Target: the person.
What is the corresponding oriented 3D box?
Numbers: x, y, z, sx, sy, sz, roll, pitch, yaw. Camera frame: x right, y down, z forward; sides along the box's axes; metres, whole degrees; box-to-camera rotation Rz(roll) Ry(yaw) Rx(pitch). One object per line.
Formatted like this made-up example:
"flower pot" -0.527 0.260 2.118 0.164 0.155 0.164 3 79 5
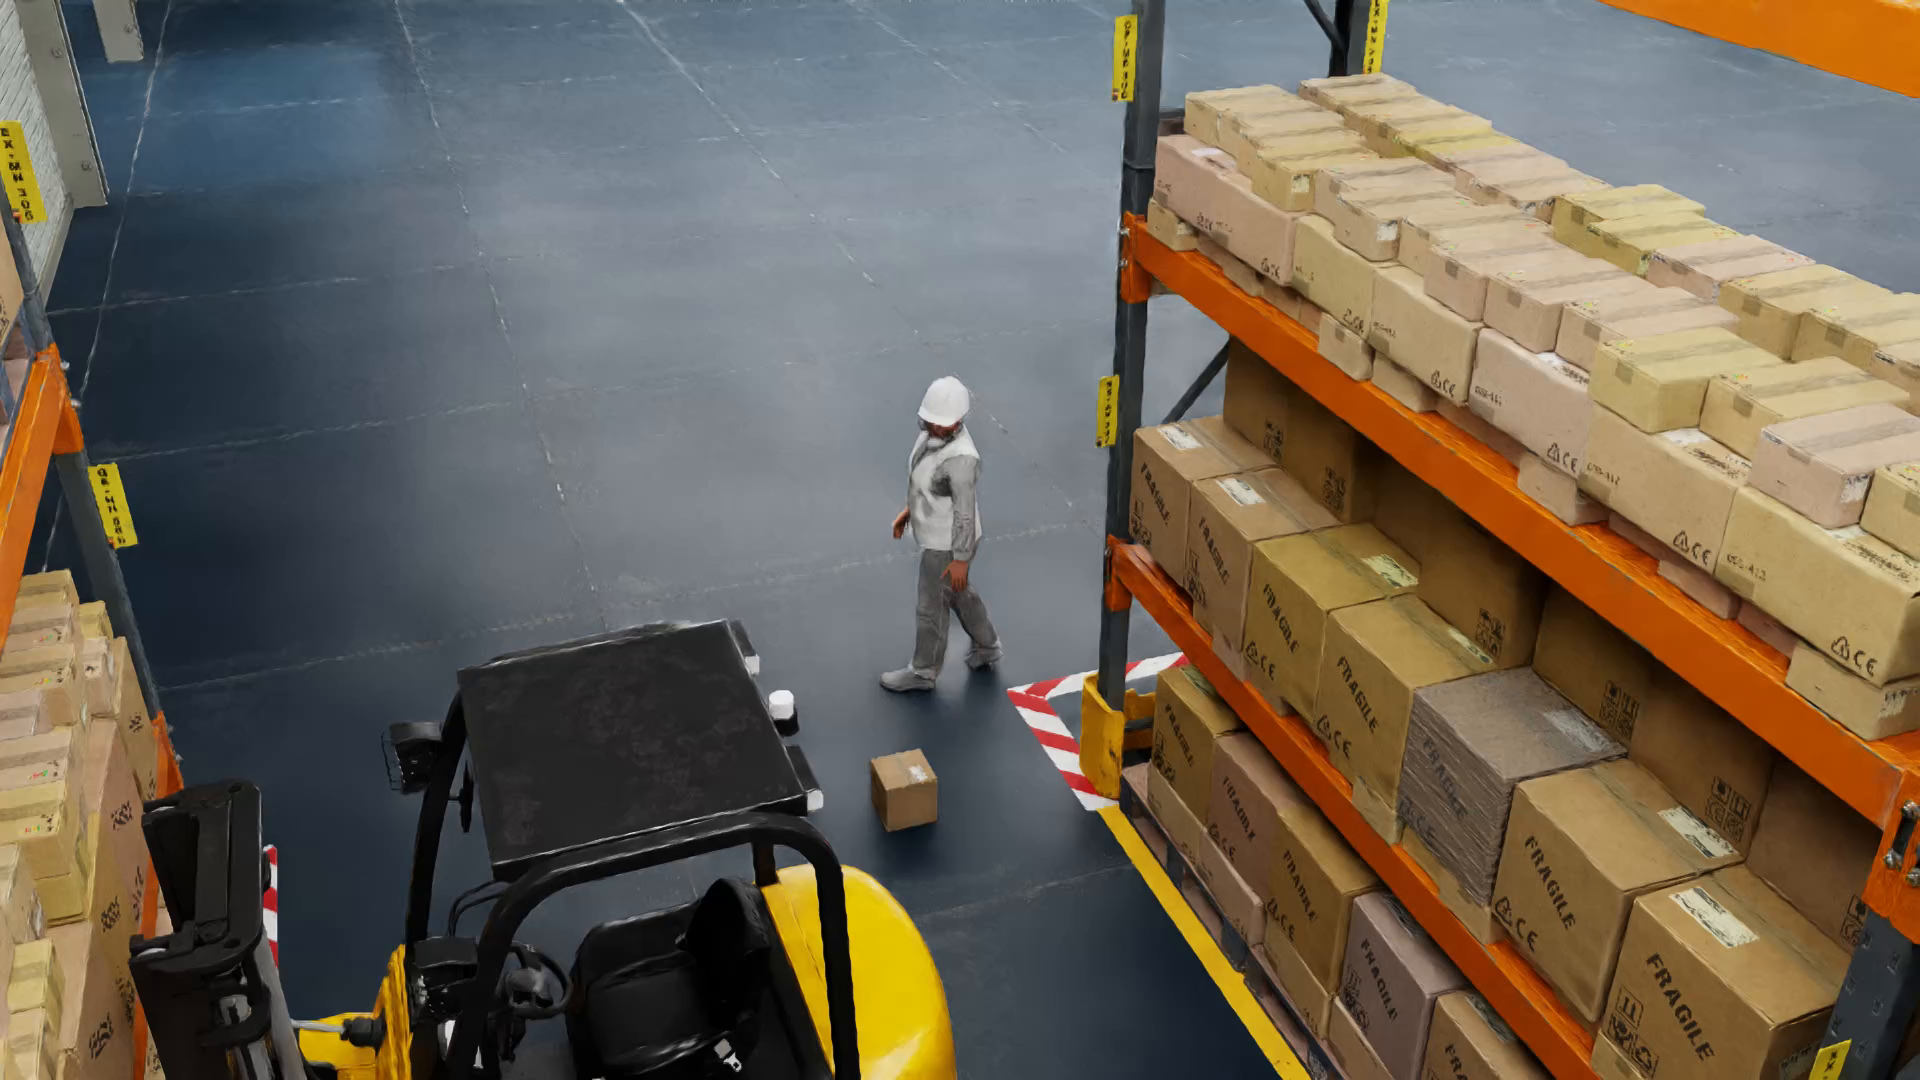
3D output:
"person" -0.095 0.000 8.367 0.667 1.832 0.556 -1 30 -2
